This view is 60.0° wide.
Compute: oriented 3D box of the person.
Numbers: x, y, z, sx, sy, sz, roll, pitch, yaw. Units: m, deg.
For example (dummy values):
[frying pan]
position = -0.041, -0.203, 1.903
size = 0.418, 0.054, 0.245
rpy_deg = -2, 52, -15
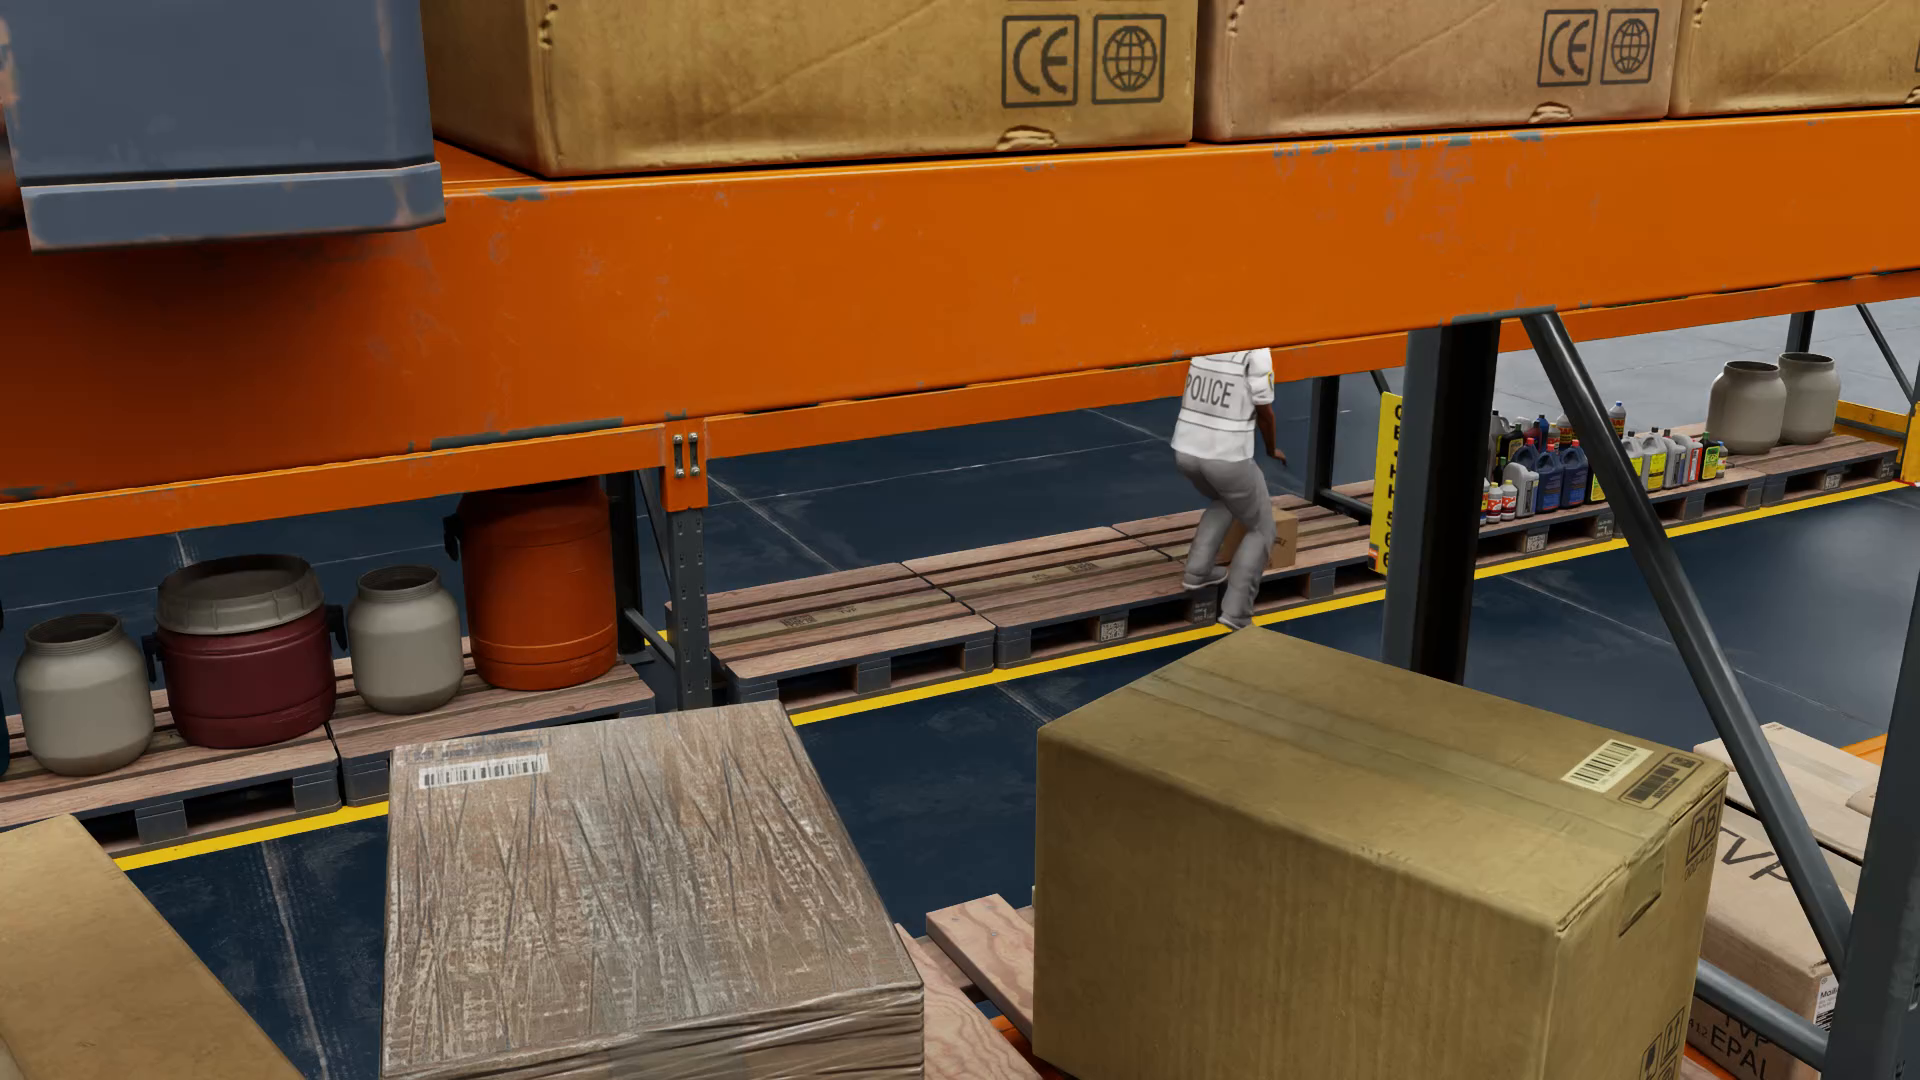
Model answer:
[person]
position = 1.237, -0.344, 7.630
size = 0.479, 1.678, 0.524
rpy_deg = 17, 25, 41
